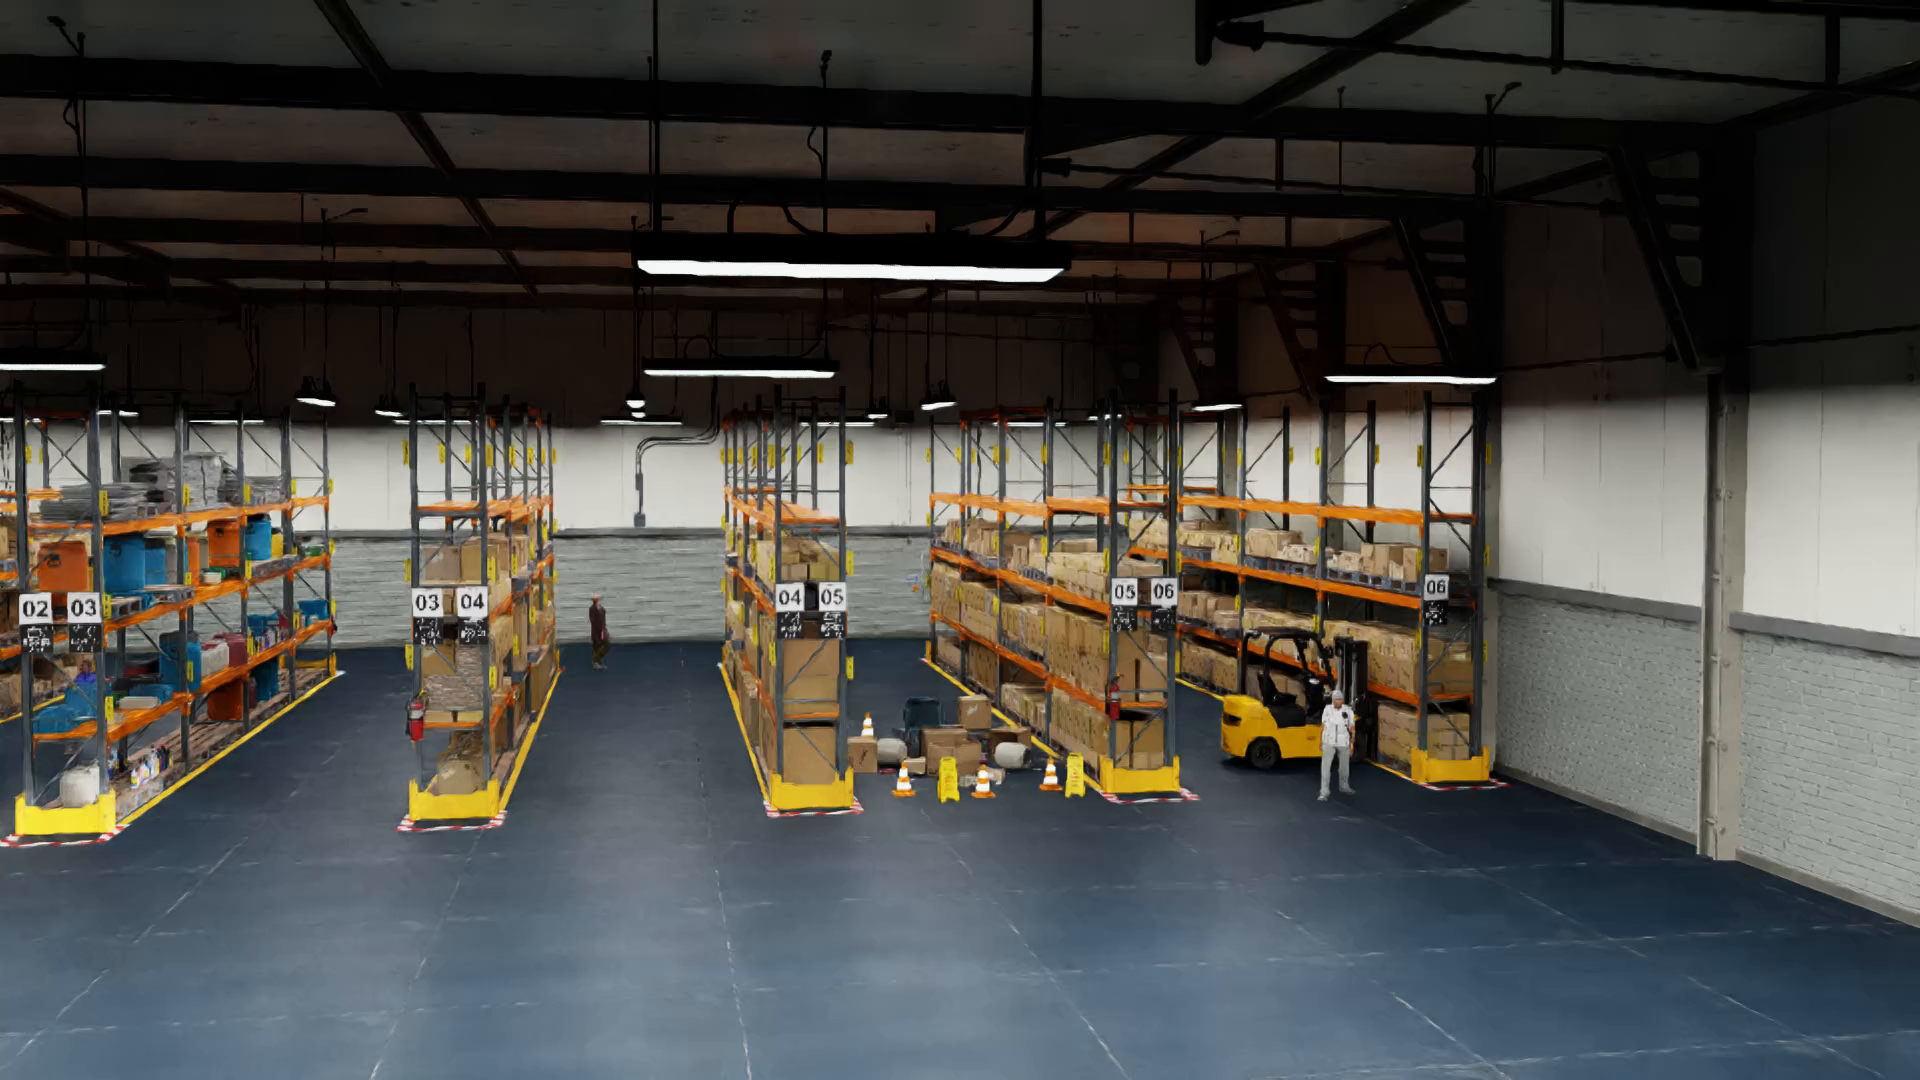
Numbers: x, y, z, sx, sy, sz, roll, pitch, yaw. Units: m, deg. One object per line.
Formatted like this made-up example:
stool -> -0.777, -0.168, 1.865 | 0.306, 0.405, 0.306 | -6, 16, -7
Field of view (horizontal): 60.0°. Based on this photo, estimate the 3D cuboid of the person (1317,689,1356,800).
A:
person -> 5.507, 2.964, 24.286 | 0.523, 1.610, 0.937 | 1, 3, 14

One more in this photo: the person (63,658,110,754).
person -> -14.657, 2.775, 27.949 | 0.443, 1.586, 0.993 | 0, 3, -1

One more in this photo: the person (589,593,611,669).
person -> -8.487, 2.138, 38.967 | 0.509, 1.777, 0.620 | -2, 4, -39
